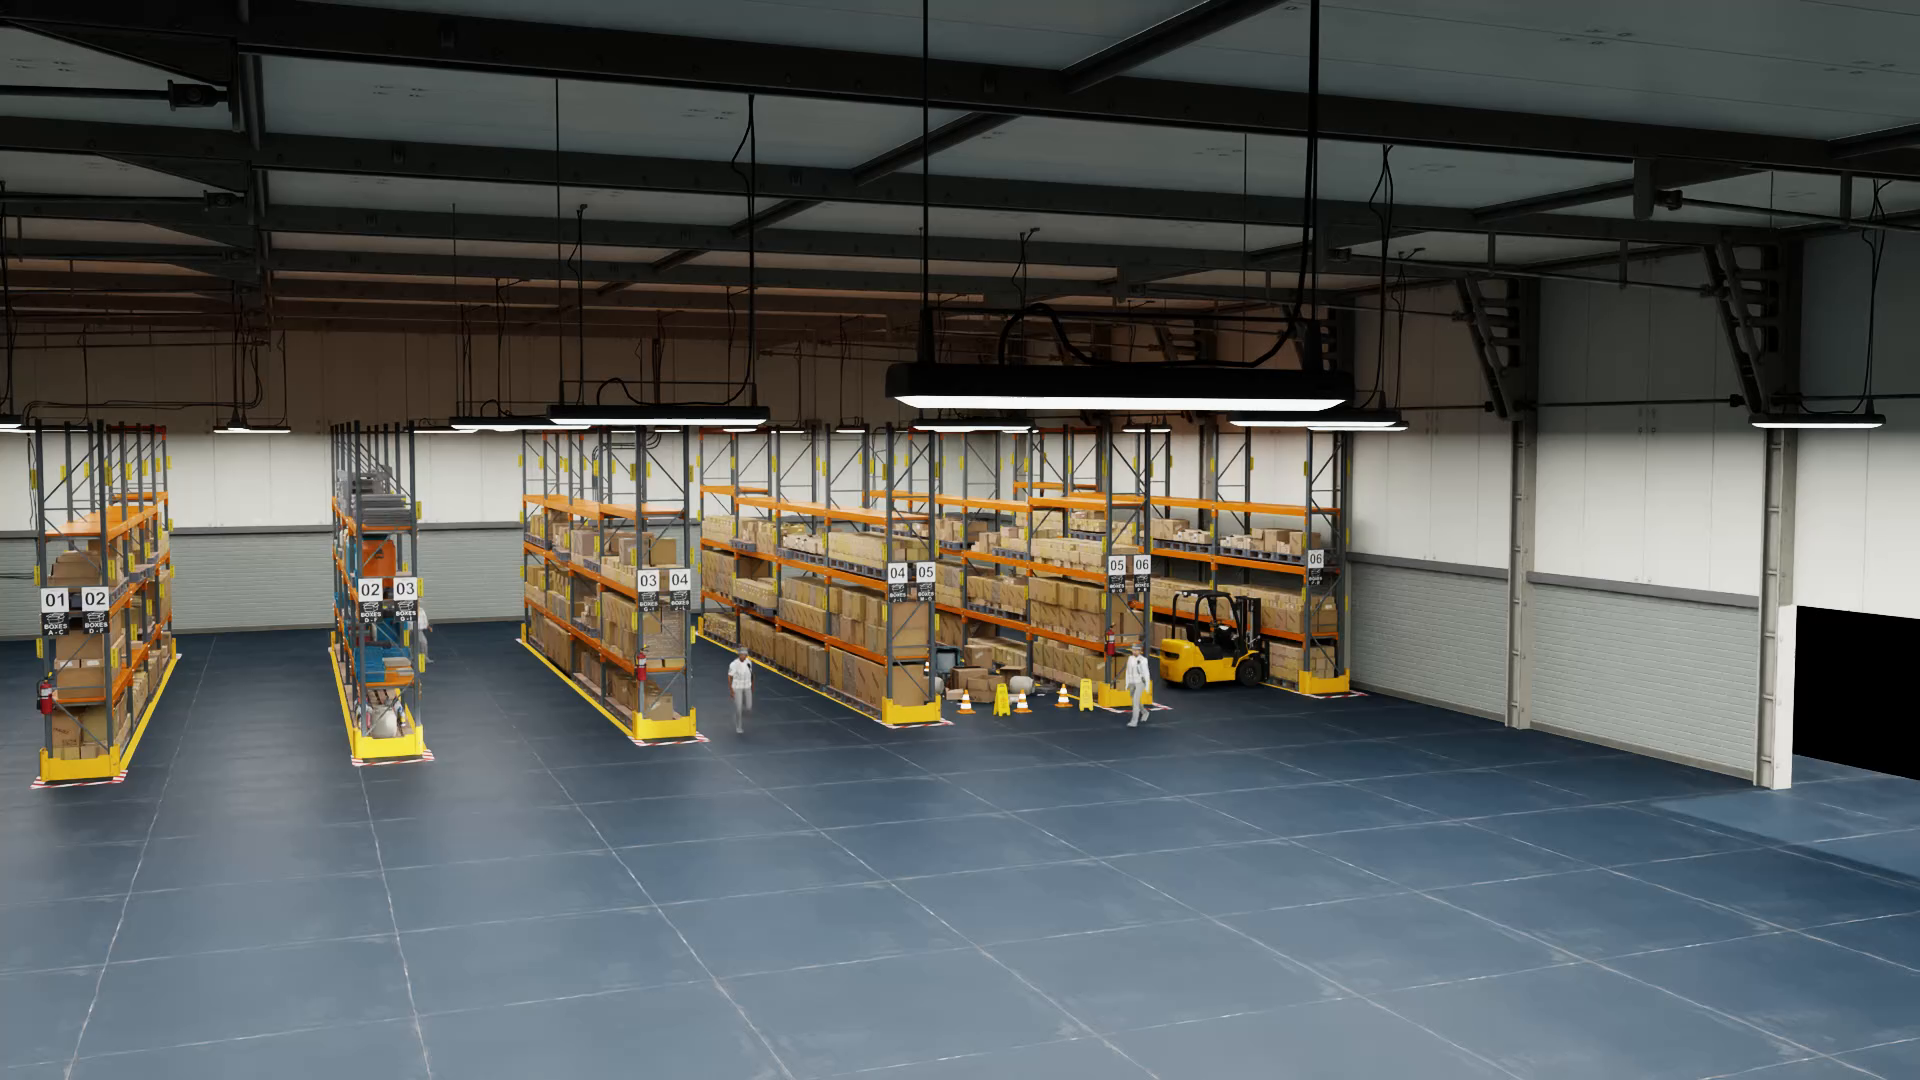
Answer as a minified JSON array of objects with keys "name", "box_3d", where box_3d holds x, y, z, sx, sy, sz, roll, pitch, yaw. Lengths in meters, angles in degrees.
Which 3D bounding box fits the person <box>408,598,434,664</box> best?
[{"name":"person","box_3d":[-13.604,2.238,41.821,0.929,1.731,0.569,1,4,16]}]

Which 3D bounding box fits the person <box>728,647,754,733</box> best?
[{"name":"person","box_3d":[-4.278,2.887,32.333,0.540,1.658,0.540,-2,4,-32]}]

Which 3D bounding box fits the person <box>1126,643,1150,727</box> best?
[{"name":"person","box_3d":[3.526,2.844,32.902,0.842,1.644,0.518,-4,5,-45]}]
